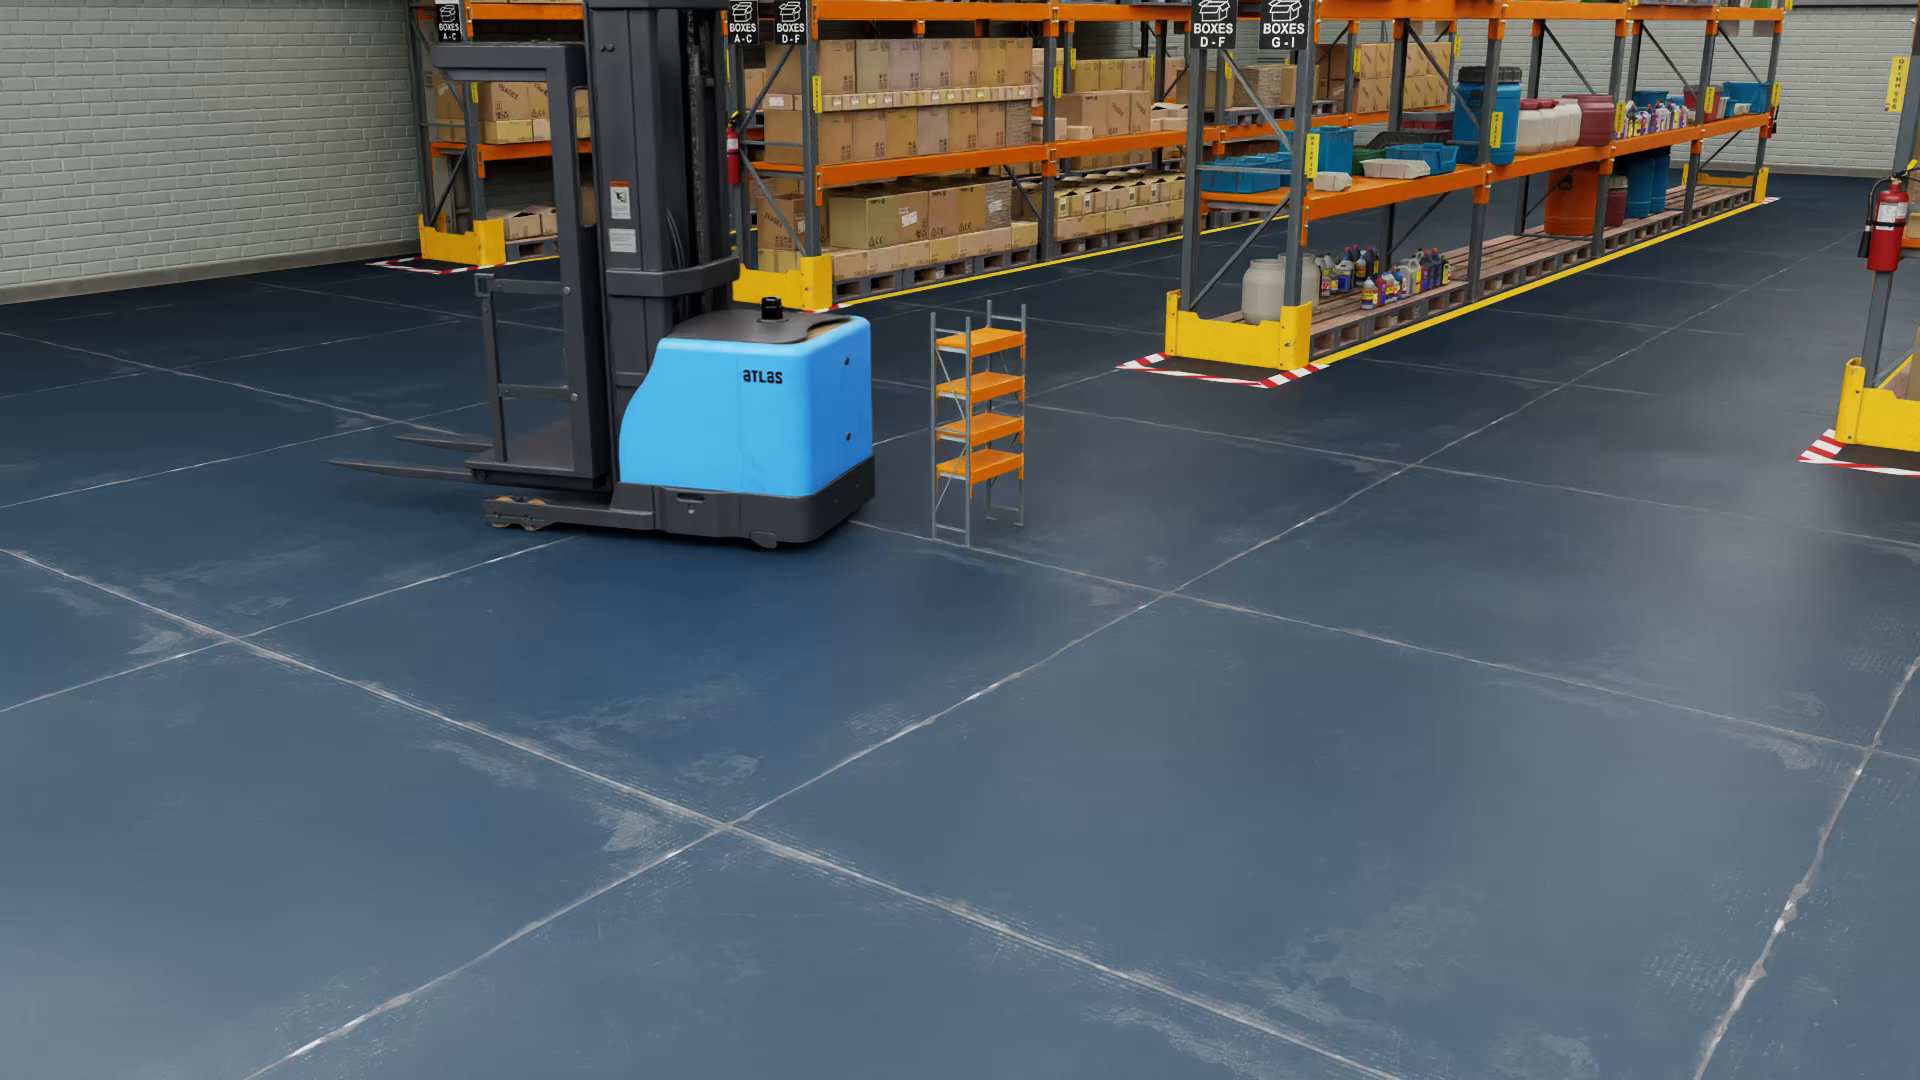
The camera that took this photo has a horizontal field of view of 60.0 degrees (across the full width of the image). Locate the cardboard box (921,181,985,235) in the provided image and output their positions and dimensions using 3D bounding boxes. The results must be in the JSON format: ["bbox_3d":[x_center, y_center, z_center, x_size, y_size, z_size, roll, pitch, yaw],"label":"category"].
[{"bbox_3d":[-0.075,-3.558,17.806,0.500,0.500,0.500,12,21,35],"label":"cardboard box"}]

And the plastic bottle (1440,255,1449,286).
[{"bbox_3d":[4.582,-2.562,15.773,0.061,0.283,0.133,14,22,37],"label":"plastic bottle"}]

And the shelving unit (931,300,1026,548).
[{"bbox_3d":[0.099,-0.612,8.693,0.258,1.200,0.503,12,21,35],"label":"shelving unit"}]

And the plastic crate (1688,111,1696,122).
[{"bbox_3d":[9.762,-5.715,22.434,0.396,0.136,0.243,12,21,35],"label":"plastic crate"}]

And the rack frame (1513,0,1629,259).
[{"bbox_3d":[6.987,-4.774,19.060,1.000,3.000,0.127,12,21,35],"label":"rack frame"}]

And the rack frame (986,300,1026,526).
[{"bbox_3d":[0.244,-0.671,8.880,0.240,1.200,0.015,12,21,35],"label":"rack frame"}]

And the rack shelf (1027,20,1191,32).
[{"bbox_3d":[2.606,-9.043,28.961,1.077,0.370,4.000,12,21,35],"label":"rack shelf"}]

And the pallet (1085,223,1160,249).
[{"bbox_3d":[1.762,-3.840,20.754,1.003,0.211,1.213,12,21,35],"label":"pallet"}]

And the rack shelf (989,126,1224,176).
[{"bbox_3d":[1.819,-4.831,20.455,1.077,0.370,4.000,12,21,35],"label":"rack shelf"}]

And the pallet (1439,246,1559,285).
[{"bbox_3d":[5.767,-2.976,17.970,1.003,0.211,1.213,12,21,35],"label":"pallet"}]

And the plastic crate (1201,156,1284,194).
[{"bbox_3d":[2.278,-2.970,13.501,0.499,0.251,0.616,12,21,35],"label":"plastic crate"}]

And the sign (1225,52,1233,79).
[{"bbox_3d":[3.459,-6.106,21.397,0.100,0.325,0.005,12,21,35],"label":"sign"}]

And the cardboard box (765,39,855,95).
[{"bbox_3d":[-1.436,-4.534,15.930,0.700,0.500,0.500,13,21,35],"label":"cardboard box"}]

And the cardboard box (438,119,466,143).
[{"bbox_3d":[-5.613,-4.703,19.050,0.500,0.250,0.500,13,21,35],"label":"cardboard box"}]

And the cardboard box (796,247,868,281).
[{"bbox_3d":[-1.257,-2.721,16.376,0.500,0.250,0.500,12,21,35],"label":"cardboard box"}]

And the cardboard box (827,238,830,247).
[{"bbox_3d":[-1.385,-2.934,17.061,0.500,0.250,0.500,12,21,35],"label":"cardboard box"}]

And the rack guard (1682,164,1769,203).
[{"bbox_3d":[11.758,-5.494,25.593,1.175,0.500,0.348,12,21,35],"label":"rack guard"}]

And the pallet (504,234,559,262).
[{"bbox_3d":[-5.178,-3.493,19.637,1.003,0.211,1.213,12,21,35],"label":"pallet"}]

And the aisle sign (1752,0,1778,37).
[{"bbox_3d":[12.032,-7.887,24.699,0.394,0.787,0.004,12,21,35],"label":"aisle sign"}]

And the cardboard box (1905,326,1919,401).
[{"bbox_3d":[6.584,-1.146,10.884,0.500,0.500,0.500,-15,23,-40],"label":"cardboard box"}]

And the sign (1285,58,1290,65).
[{"bbox_3d":[4.954,-7.111,25.124,0.100,0.325,0.005,12,21,35],"label":"sign"}]

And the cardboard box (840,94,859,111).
[{"bbox_3d":[-1.194,-4.221,16.017,0.380,0.149,0.250,12,21,33],"label":"cardboard box"}]

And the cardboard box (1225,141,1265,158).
[{"bbox_3d":[4.016,-5.548,23.760,0.500,0.250,0.500,12,21,34],"label":"cardboard box"}]

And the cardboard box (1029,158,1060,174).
[{"bbox_3d":[1.131,-6.474,27.450,0.750,0.750,0.750,13,21,35],"label":"cardboard box"}]

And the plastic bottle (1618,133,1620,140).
[{"bbox_3d":[7.654,-4.771,19.386,0.097,0.201,0.097,0,17,0],"label":"plastic bottle"}]

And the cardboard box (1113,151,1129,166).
[{"bbox_3d":[2.551,-6.885,29.365,0.700,0.500,0.500,13,21,36],"label":"cardboard box"}]

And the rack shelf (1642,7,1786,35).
[{"bbox_3d":[10.562,-7.292,23.324,1.077,0.370,4.000,12,21,35],"label":"rack shelf"}]

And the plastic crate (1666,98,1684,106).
[{"bbox_3d":[10.379,-6.243,23.970,0.416,0.233,0.300,12,21,35],"label":"plastic crate"}]

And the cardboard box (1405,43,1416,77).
[{"bbox_3d":[6.822,-7.560,26.175,0.500,0.500,0.500,13,22,36],"label":"cardboard box"}]

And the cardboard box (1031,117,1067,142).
[{"bbox_3d":[0.886,-4.751,19.239,0.500,0.250,0.500,14,22,38],"label":"cardboard box"}]

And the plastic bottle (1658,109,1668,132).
[{"bbox_3d":[8.797,-5.278,20.890,0.152,0.276,0.135,12,21,35],"label":"plastic bottle"}]

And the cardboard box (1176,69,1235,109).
[{"bbox_3d":[3.296,-6.069,22.352,0.700,0.500,0.500,5,18,16],"label":"cardboard box"}]

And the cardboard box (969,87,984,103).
[{"bbox_3d":[0.030,-4.711,17.593,0.380,0.149,0.250,12,21,34],"label":"cardboard box"}]

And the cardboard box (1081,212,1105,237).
[{"bbox_3d":[1.373,-3.759,19.719,0.500,0.250,0.500,13,22,36],"label":"cardboard box"}]

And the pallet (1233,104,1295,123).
[{"bbox_3d":[4.166,-6.023,23.405,1.003,0.211,1.213,12,21,35],"label":"pallet"}]

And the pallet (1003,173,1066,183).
[{"bbox_3d":[1.015,-5.949,27.545,1.003,0.211,1.213,12,21,35],"label":"pallet"}]

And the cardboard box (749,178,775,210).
[{"bbox_3d":[-2.928,-4.767,22.509,0.700,0.500,0.500,13,22,37],"label":"cardboard box"}]

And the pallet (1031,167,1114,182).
[{"bbox_3d":[1.930,-6.313,28.718,1.003,0.211,1.213,12,21,35],"label":"pallet"}]

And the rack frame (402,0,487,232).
[{"bbox_3d":[-5.736,-4.620,18.562,1.000,3.000,0.127,12,21,35],"label":"rack frame"}]

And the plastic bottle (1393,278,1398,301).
[{"bbox_3d":[3.874,-2.249,14.903,0.097,0.201,0.097,0,17,0],"label":"plastic bottle"}]

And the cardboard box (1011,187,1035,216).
[{"bbox_3d":[0.639,-4.000,19.550,0.500,0.311,0.500,12,21,35],"label":"cardboard box"}]

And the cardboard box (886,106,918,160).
[{"bbox_3d":[-0.858,-4.145,16.865,0.700,0.500,0.500,13,21,35],"label":"cardboard box"}]

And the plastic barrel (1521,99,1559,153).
[{"bbox_3d":[6.045,-4.354,17.476,0.433,0.535,0.433,0,17,0],"label":"plastic barrel"}]

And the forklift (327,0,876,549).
[{"bbox_3d":[-2.048,-1.591,8.924,3.031,2.935,1.130,5,18,17],"label":"forklift"}]

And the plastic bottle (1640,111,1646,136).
[{"bbox_3d":[8.230,-5.032,20.086,0.061,0.283,0.133,12,21,35],"label":"plastic bottle"}]

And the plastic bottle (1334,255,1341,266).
[{"bbox_3d":[3.545,-2.539,15.699,0.061,0.283,0.133,14,22,37],"label":"plastic bottle"}]

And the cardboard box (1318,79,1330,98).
[{"bbox_3d":[5.486,-6.815,25.464,0.500,0.500,0.500,13,21,36],"label":"cardboard box"}]

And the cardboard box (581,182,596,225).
[{"bbox_3d":[-4.435,-4.087,20.318,0.700,0.500,0.500,11,20,31],"label":"cardboard box"}]

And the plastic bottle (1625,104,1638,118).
[{"bbox_3d":[8.227,-5.159,20.383,0.144,0.351,0.185,12,21,35],"label":"plastic bottle"}]

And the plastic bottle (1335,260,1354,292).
[{"bbox_3d":[3.558,-2.446,15.412,0.152,0.276,0.135,12,21,35],"label":"plastic bottle"}]

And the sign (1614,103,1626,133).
[{"bbox_3d":[7.433,-4.757,18.729,0.100,0.325,0.005,12,21,35],"label":"sign"}]
